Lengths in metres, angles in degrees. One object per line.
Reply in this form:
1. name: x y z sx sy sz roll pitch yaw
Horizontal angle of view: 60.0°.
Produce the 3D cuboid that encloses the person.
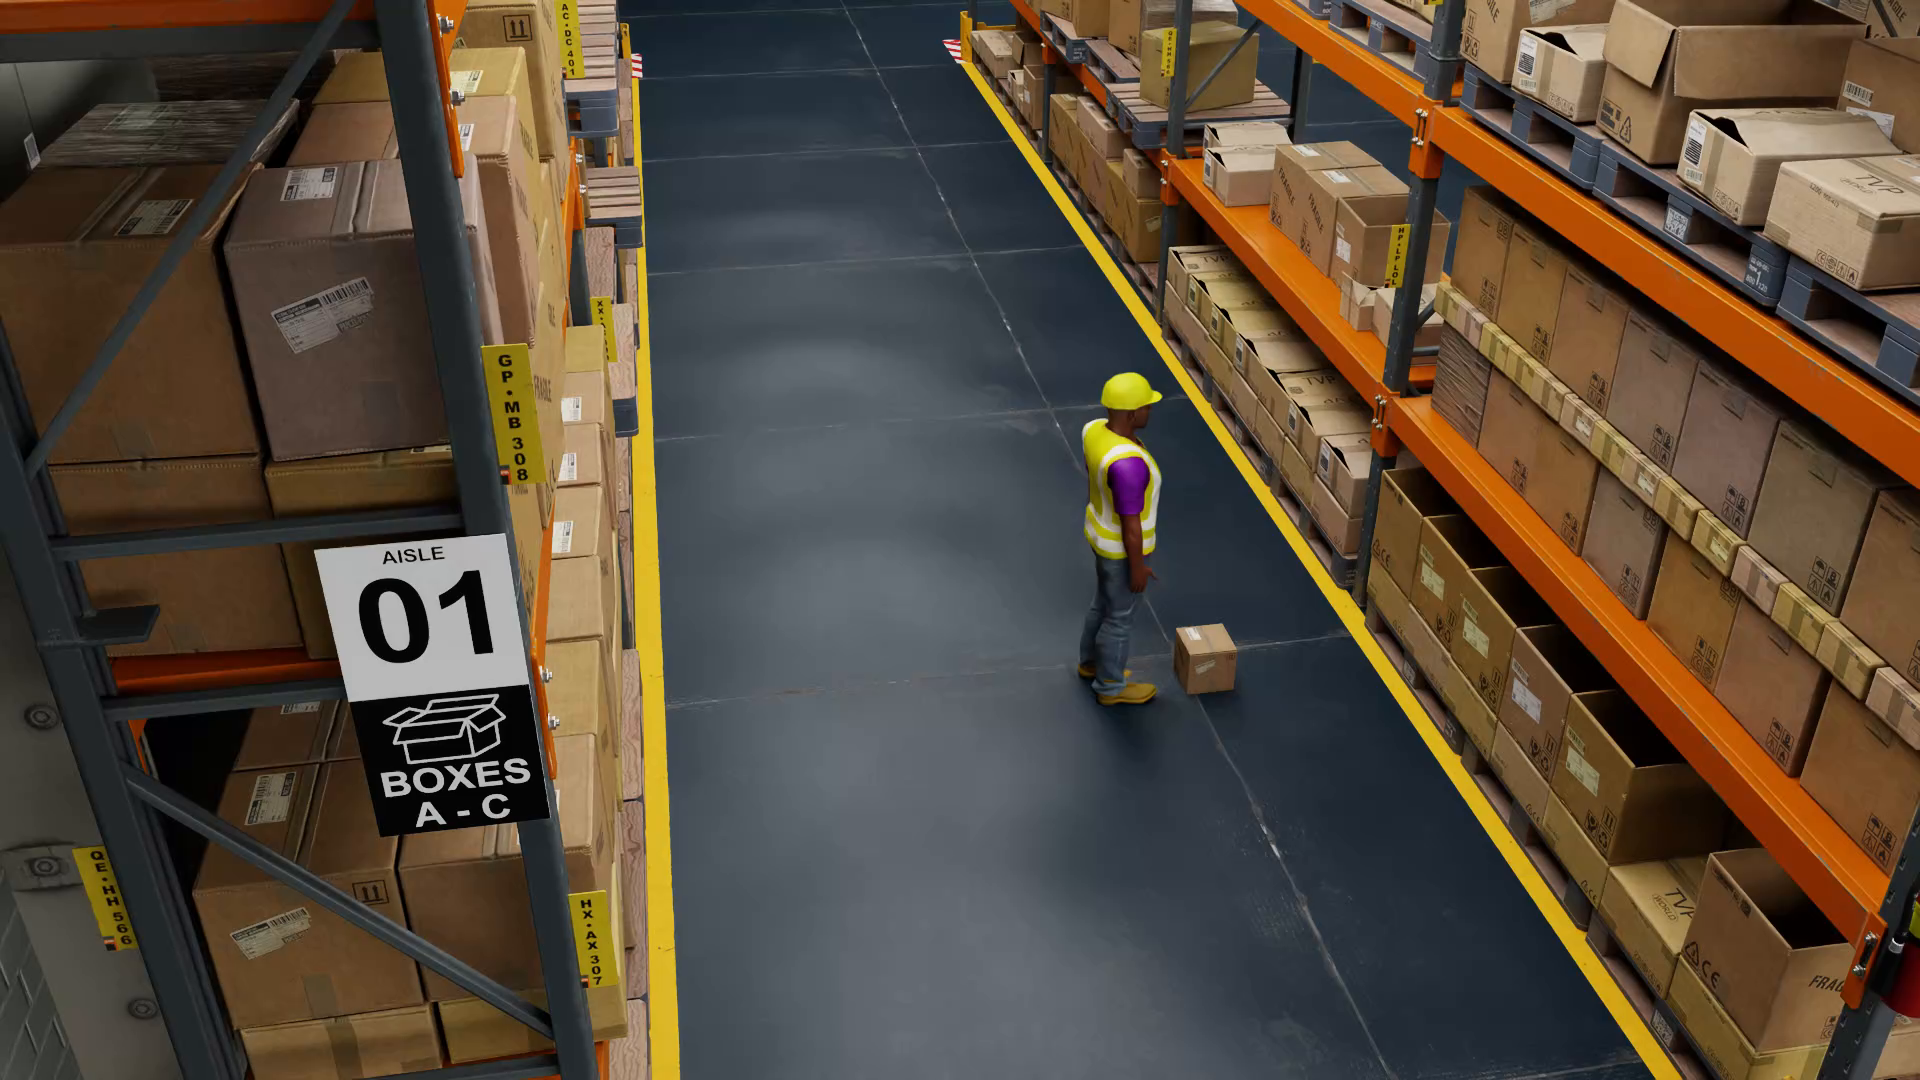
1. person: 0.797 0.020 8.115 0.377 1.807 0.575 -6 31 -10
